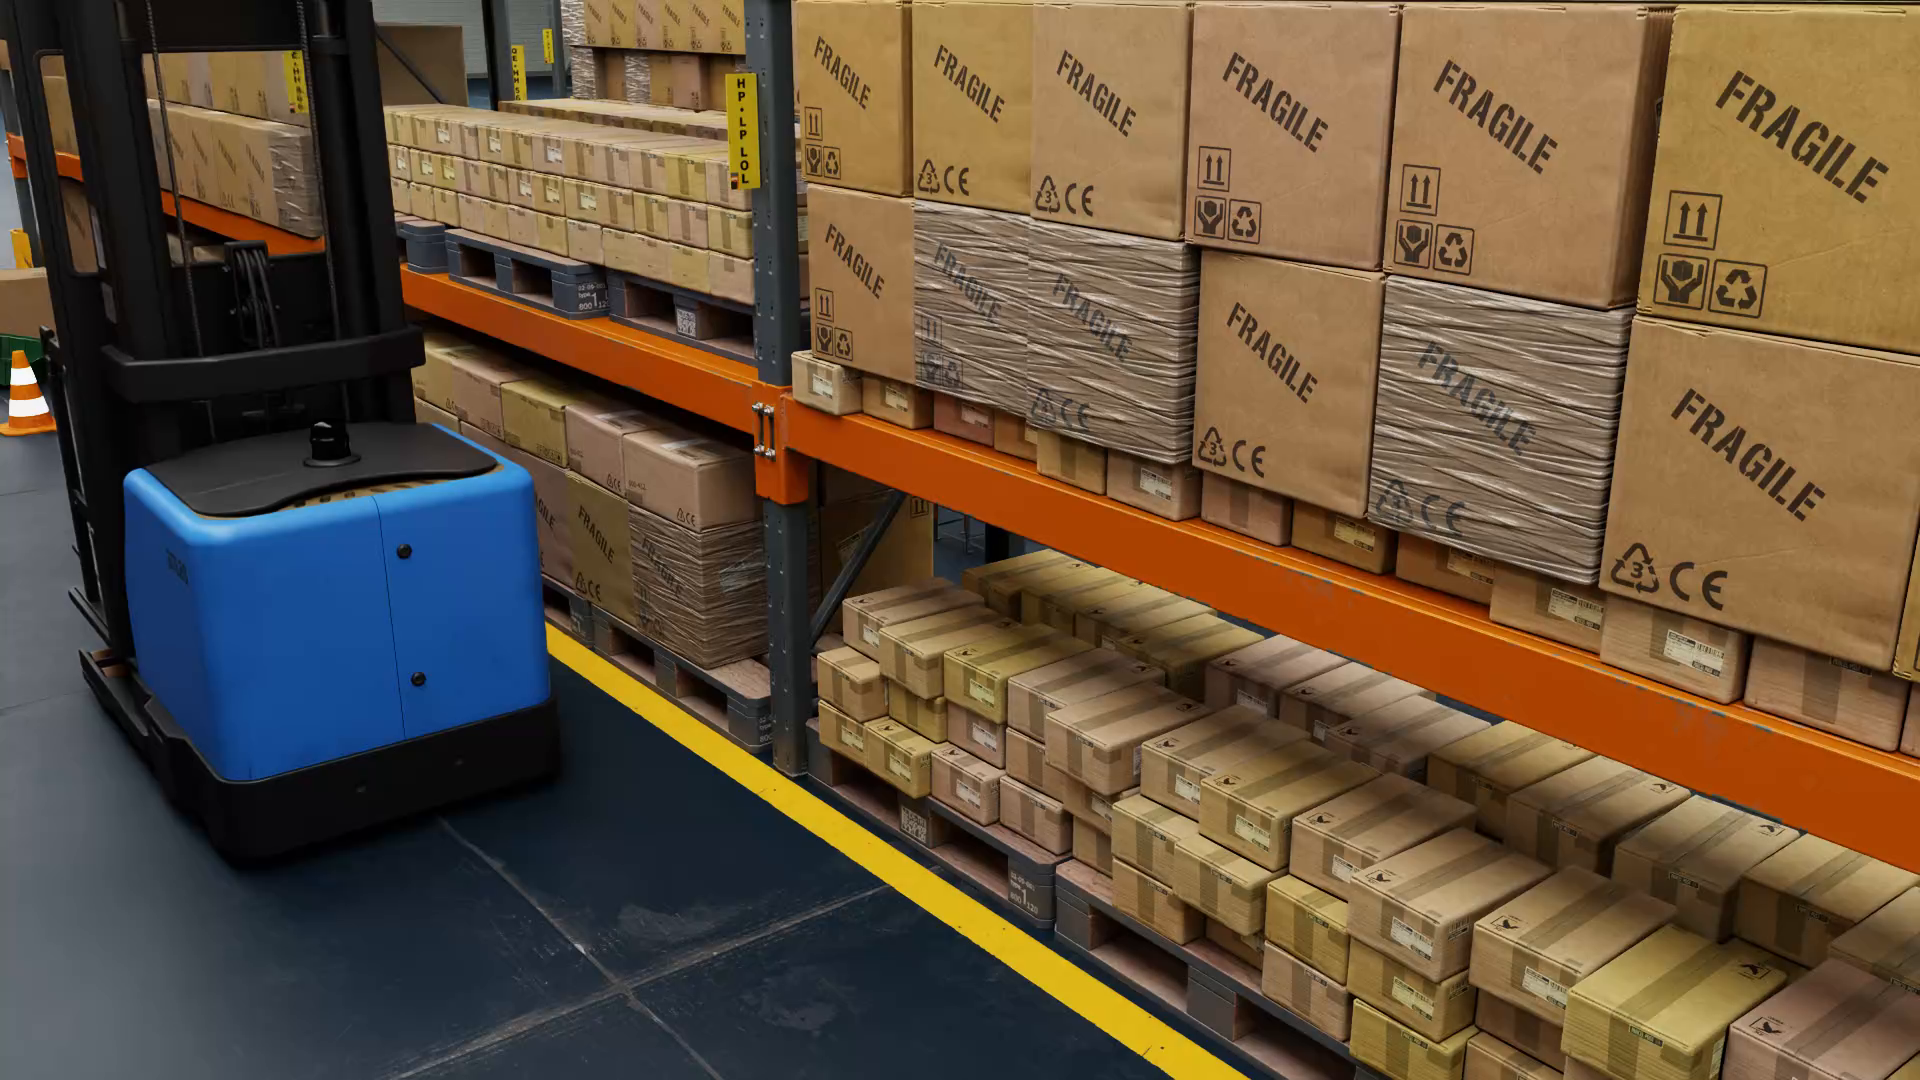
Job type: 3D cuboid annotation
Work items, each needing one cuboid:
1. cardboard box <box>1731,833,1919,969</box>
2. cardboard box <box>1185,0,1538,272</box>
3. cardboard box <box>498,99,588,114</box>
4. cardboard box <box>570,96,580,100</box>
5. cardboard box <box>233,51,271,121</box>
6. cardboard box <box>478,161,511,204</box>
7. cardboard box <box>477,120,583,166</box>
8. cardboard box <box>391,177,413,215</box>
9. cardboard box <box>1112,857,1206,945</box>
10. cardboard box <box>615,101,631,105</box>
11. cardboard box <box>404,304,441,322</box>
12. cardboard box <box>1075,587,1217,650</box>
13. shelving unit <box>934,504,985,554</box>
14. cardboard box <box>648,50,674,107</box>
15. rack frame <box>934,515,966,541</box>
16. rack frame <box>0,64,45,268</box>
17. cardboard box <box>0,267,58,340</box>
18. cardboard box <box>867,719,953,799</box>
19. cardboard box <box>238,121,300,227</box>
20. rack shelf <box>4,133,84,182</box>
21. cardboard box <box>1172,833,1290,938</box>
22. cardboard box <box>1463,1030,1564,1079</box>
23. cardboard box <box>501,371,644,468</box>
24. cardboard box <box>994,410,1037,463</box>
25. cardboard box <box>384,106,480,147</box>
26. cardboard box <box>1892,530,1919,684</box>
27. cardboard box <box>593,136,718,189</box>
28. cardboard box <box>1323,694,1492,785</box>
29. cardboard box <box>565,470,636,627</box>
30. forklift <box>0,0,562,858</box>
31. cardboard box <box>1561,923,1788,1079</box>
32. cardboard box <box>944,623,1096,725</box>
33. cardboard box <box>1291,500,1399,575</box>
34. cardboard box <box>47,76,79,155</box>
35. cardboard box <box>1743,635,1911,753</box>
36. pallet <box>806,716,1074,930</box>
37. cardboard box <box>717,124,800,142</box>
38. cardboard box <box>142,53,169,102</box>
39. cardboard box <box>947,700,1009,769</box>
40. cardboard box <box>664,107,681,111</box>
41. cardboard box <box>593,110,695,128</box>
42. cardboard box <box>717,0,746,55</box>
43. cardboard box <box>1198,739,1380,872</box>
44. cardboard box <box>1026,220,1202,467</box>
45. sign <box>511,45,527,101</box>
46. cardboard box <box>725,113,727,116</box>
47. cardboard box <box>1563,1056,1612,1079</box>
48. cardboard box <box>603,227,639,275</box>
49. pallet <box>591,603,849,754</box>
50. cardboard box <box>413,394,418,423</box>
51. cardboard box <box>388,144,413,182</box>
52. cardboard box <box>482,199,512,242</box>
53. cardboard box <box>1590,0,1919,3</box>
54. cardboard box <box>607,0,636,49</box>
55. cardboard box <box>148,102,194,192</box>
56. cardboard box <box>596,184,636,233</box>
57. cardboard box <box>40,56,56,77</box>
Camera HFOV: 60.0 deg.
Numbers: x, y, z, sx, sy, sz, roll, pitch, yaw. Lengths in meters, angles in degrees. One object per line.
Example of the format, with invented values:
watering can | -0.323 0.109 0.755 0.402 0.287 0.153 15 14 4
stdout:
cardboard box | 1.907 0.786 3.637 0.380 0.149 0.250 -14 23 -36
cardboard box | 0.833 -0.867 3.485 0.500 0.500 0.500 -15 23 -38
cardboard box | -2.016 -2.061 8.099 0.380 0.149 0.250 -15 24 -38
cardboard box | -3.706 -4.408 16.802 0.380 0.149 0.250 -14 23 -36
cardboard box | -3.586 -2.615 9.237 0.700 0.500 0.500 -14 23 -37
cardboard box | -1.736 -1.476 6.805 0.380 0.149 0.250 -14 23 -37
cardboard box | -1.728 -1.617 6.759 0.380 0.149 0.250 -13 22 -34
cardboard box | -2.394 -1.594 7.636 0.380 0.149 0.250 -13 22 -33
cardboard box | 0.615 0.874 4.317 0.380 0.149 0.250 -15 23 -38
cardboard box | -3.101 -4.158 16.046 0.380 0.149 0.250 -14 23 -36
cardboard box | -2.987 -1.029 9.108 1.050 0.750 0.750 -14 23 -37
cardboard box | 0.578 0.280 5.167 0.380 0.149 0.250 -14 23 -37
shelving unit | 0.033 -0.485 7.658 0.215 1.050 0.252 -14 23 -36
cardboard box | -2.394 -4.335 15.550 0.875 0.500 0.500 -14 23 -36
rack frame | -0.043 -0.515 7.748 0.200 1.050 0.008 -14 23 -36
rack frame | -7.647 -3.701 14.267 1.000 3.000 0.127 -14 23 -36
cardboard box | -6.932 -1.712 12.233 0.500 0.500 0.500 -10 21 -27
cardboard box | -0.057 0.628 5.061 0.380 0.149 0.250 -13 22 -35
cardboard box | -3.479 -1.959 8.847 0.500 0.500 0.500 -14 23 -36
rack shelf | -6.405 -2.867 12.892 1.077 0.370 4.000 -14 23 -36
cardboard box | 0.743 0.798 4.074 0.380 0.149 0.250 -14 23 -36
cardboard box | 1.298 1.123 3.567 0.380 0.149 0.250 -14 23 -36
cardboard box | -1.505 -0.504 6.727 0.500 0.250 0.500 -15 24 -38
cardboard box | 0.312 -0.318 4.452 0.380 0.149 0.250 -15 24 -38
cardboard box | -2.376 -1.875 7.537 0.380 0.149 0.250 -15 23 -38
cardboard box | 1.806 -0.007 2.481 0.500 0.500 0.500 -13 23 -35
cardboard box | -1.088 -1.362 5.989 0.380 0.149 0.250 -14 23 -36
cardboard box | 1.165 0.554 4.338 0.380 0.149 0.250 -14 23 -36
cardboard box | -1.172 -0.016 6.448 0.500 0.500 0.500 -15 23 -37
forklift | -2.602 -0.861 5.800 1.130 2.935 3.031 -14 23 -36
cardboard box | 1.389 0.920 3.233 0.380 0.149 0.250 -15 23 -37
cardboard box | 0.175 0.385 4.848 0.380 0.149 0.250 -14 23 -37
cardboard box | 0.955 -0.061 3.674 0.380 0.149 0.250 -13 23 -35
cardboard box | -6.412 -3.273 12.737 0.875 0.550 0.500 -14 23 -36
cardboard box | 1.571 0.208 2.861 0.380 0.149 0.250 -14 23 -37
pallet | 0.248 0.738 5.297 1.003 0.211 1.213 -14 23 -36
cardboard box | -0.728 -1.549 6.555 0.380 0.149 0.250 -14 23 -37
cardboard box | -4.851 -3.116 10.752 0.700 0.500 0.500 -14 23 -37
cardboard box | 0.185 0.518 4.919 0.380 0.149 0.250 -14 23 -36
cardboard box | -2.496 -3.907 15.290 0.380 0.149 0.250 -14 23 -36
cardboard box | -1.386 -1.808 7.337 0.380 0.149 0.250 -14 23 -36
cardboard box | -1.708 -4.379 14.092 0.500 0.500 0.500 -14 23 -36
cardboard box | 0.805 0.643 4.069 0.380 0.149 0.250 -14 23 -36
cardboard box | 0.511 -0.510 3.998 0.500 0.500 0.500 -15 23 -37
sign | -2.260 -2.350 8.471 0.100 0.325 0.005 -14 23 -36
cardboard box | -1.832 -3.672 14.578 0.380 0.149 0.250 -14 23 -36
cardboard box | 1.412 1.052 3.306 0.380 0.149 0.250 -15 24 -38
cardboard box | -1.068 -1.071 6.056 0.380 0.149 0.250 -15 24 -39
pallet | -0.681 0.388 6.354 1.003 0.211 1.213 -14 23 -36
cardboard box | -2.441 -0.518 7.964 0.500 0.500 0.500 -15 24 -38
cardboard box | -2.367 -1.726 7.562 0.380 0.149 0.250 -13 22 -34
cardboard box | -1.736 -1.334 6.850 0.380 0.149 0.250 -14 23 -35
cardboard box | 1.593 -0.840 3.404 0.500 0.500 0.500 -15 23 -37
cardboard box | -2.952 -4.871 15.578 0.500 0.500 0.500 -14 23 -36
cardboard box | -4.734 -2.456 10.350 0.500 0.500 0.500 -14 23 -36
cardboard box | -1.088 -1.218 6.026 0.380 0.149 0.250 -15 23 -38
cardboard box | -6.792 -3.904 12.923 0.875 0.550 0.550 -14 23 -36
